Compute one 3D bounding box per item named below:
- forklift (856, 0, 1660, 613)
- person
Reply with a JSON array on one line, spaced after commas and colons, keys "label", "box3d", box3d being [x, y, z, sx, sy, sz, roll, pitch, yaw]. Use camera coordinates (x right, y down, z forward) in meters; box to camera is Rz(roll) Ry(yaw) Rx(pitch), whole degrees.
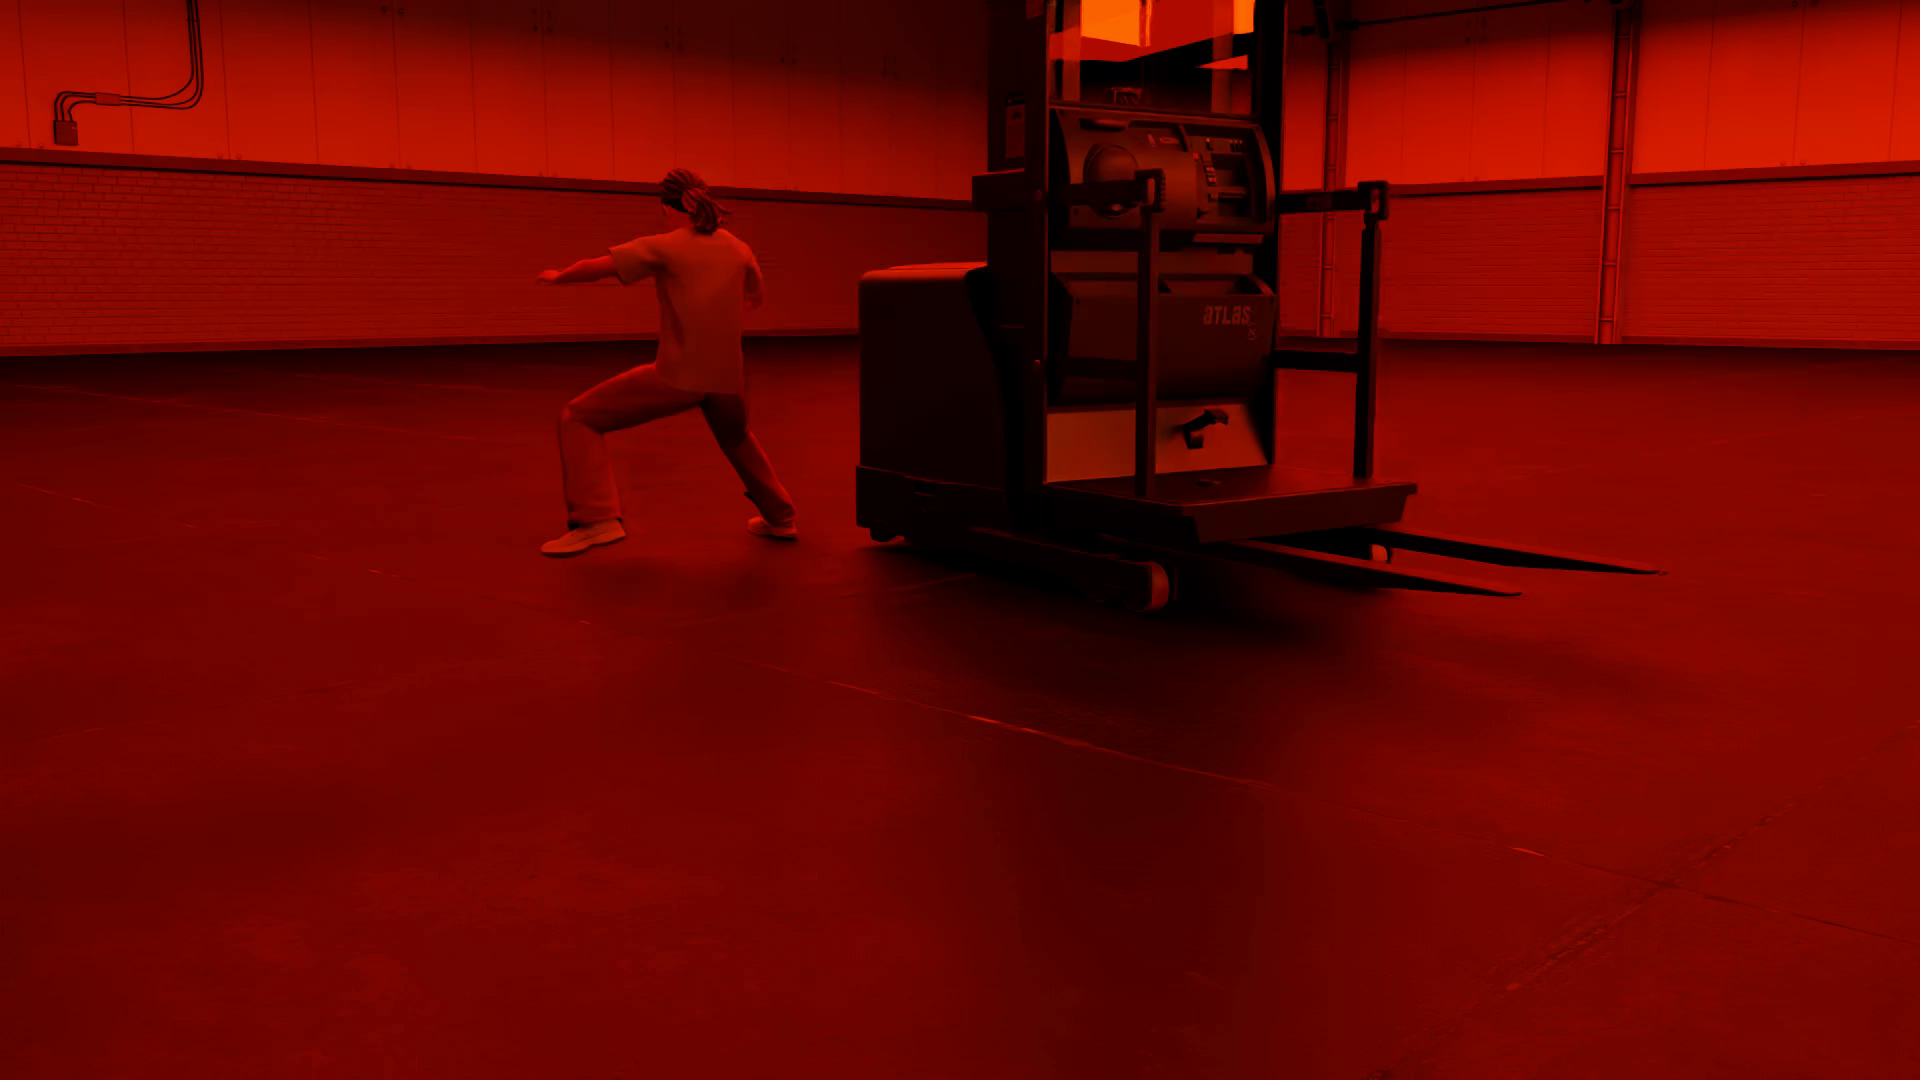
[{"label": "forklift", "box3d": [0.833, -1.302, 5.519, 1.130, 2.935, 3.031, -6, 10, -34]}, {"label": "person", "box3d": [-1.101, -0.670, 6.304, 1.163, 1.443, 0.632, -6, 10, -35]}]
